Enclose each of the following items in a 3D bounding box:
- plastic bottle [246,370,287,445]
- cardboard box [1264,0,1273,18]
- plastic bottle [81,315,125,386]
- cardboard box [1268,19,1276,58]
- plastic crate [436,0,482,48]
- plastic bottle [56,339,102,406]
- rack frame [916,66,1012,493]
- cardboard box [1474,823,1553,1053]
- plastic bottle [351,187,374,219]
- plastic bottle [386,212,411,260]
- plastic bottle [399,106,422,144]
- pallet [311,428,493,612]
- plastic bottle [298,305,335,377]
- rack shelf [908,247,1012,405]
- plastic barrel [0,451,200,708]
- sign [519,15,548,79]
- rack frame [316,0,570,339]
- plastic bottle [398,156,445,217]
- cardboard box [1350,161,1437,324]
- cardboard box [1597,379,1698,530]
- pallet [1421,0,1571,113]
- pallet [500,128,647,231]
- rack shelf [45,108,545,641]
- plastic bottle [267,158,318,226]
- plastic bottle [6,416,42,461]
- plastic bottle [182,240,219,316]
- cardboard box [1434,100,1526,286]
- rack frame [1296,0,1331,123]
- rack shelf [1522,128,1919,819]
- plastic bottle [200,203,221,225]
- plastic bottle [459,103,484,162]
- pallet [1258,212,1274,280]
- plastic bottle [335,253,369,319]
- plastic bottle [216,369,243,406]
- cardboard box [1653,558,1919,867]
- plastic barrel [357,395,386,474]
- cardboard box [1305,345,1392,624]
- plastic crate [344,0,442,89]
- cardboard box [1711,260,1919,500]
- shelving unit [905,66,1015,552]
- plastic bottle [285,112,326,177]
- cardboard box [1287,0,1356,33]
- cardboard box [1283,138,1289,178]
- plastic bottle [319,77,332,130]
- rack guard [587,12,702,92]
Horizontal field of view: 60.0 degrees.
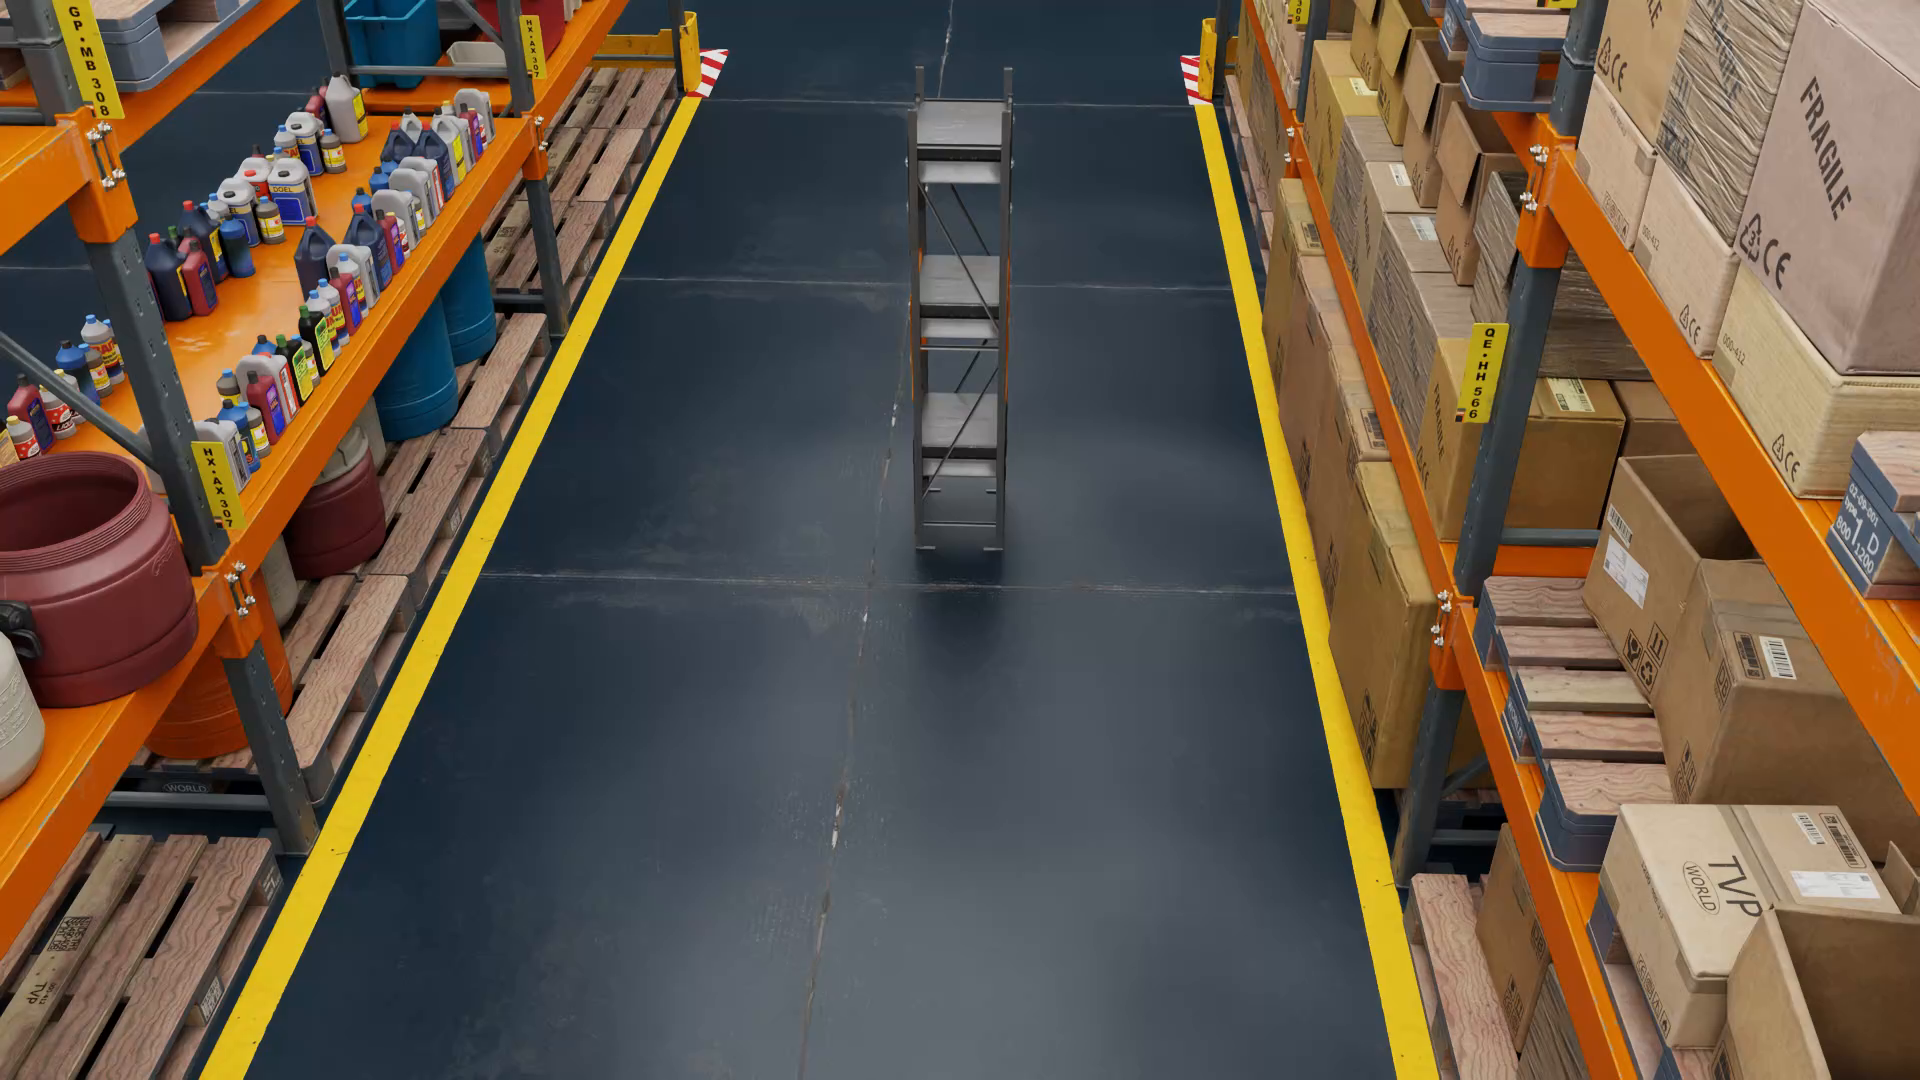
[{"bbox_3d":[-2.484,-0.492,5.943,0.061,0.283,0.133,1,35,2],"label":"plastic bottle"},{"bbox_3d":[2.021,-3.205,9.574,0.500,0.250,0.500,2,35,3],"label":"cardboard box"},{"bbox_3d":[-3.245,-0.723,6.281,0.097,0.271,0.097,0,35,0],"label":"plastic bottle"},{"bbox_3d":[1.942,-2.818,9.369,0.380,0.149,0.250,2,35,3],"label":"cardboard box"},{"bbox_3d":[-2.946,-2.970,9.555,0.437,0.125,0.590,1,35,2],"label":"plastic crate"},{"bbox_3d":[-3.253,-0.611,6.122,0.097,0.271,0.097,0,35,0],"label":"plastic bottle"},{"bbox_3d":[0.016,-1.094,7.481,0.400,2.100,0.015,1,35,2],"label":"rack frame"},{"bbox_3d":[2.059,1.232,5.180,0.700,0.500,0.500,0,35,-1],"label":"cardboard box"},{"bbox_3d":[-2.590,-1.404,7.252,0.097,0.271,0.097,0,35,0],"label":"plastic bottle"},{"bbox_3d":[-2.442,-1.316,7.187,0.097,0.201,0.097,0,35,0],"label":"plastic bottle"},{"bbox_3d":[-2.576,-1.856,7.826,0.144,0.351,0.185,1,35,2],"label":"plastic bottle"},{"bbox_3d":[-2.841,-0.123,7.741,1.003,0.211,1.213,1,35,2],"label":"pallet"},{"bbox_3d":[-2.464,-0.779,6.351,0.061,0.283,0.133,1,35,2],"label":"plastic bottle"},{"bbox_3d":[0.007,-0.943,7.289,0.431,0.518,0.480,1,35,2],"label":"rack shelf"},{"bbox_3d":[-2.599,0.107,4.871,0.600,0.536,0.708,1,35,2],"label":"plastic barrel"},{"bbox_3d":[-2.173,-2.508,8.470,0.100,0.325,0.005,1,35,2],"label":"sign"},{"bbox_3d":[-2.722,-2.409,8.569,1.000,3.000,0.127,1,35,2],"label":"rack frame"},{"bbox_3d":[-2.450,-1.625,7.561,0.152,0.276,0.135,1,35,2],"label":"plastic bottle"},{"bbox_3d":[1.903,-1.204,6.767,0.500,0.500,0.500,2,35,3],"label":"cardboard box"},{"bbox_3d":[2.357,-0.310,5.496,0.500,0.500,0.500,2,35,3],"label":"cardboard box"},{"bbox_3d":[2.039,-1.518,4.856,1.213,0.211,1.003,3,35,4],"label":"pallet"},{"bbox_3d":[-2.685,-2.394,10.973,1.003,0.211,1.213,1,35,2],"label":"pallet"},{"bbox_3d":[-2.803,-0.966,7.141,1.077,0.370,4.000,1,35,2],"label":"rack shelf"},{"bbox_3d":[-3.007,-1.566,7.477,0.152,0.276,0.135,1,35,2],"label":"plastic bottle"},{"bbox_3d":[-3.270,-0.338,5.795,0.097,0.201,0.097,0,35,0],"label":"plastic bottle"},{"bbox_3d":[-3.096,-1.065,6.758,0.061,0.283,0.133,1,35,2],"label":"plastic bottle"},{"bbox_3d":[2.140,-1.242,5.949,0.797,0.503,0.637,2,35,3],"label":"cardboard box"},{"bbox_3d":[2.227,-2.295,8.406,1.000,3.000,0.127,1,35,2],"label":"rack frame"},{"bbox_3d":[1.986,0.220,2.846,1.077,0.370,4.000,1,35,2],"label":"rack shelf"},{"bbox_3d":[-3.204,-1.312,7.120,0.097,0.271,0.097,0,35,0],"label":"plastic bottle"},{"bbox_3d":[-2.379,-1.993,8.079,0.061,0.283,0.133,1,35,2],"label":"plastic bottle"},{"bbox_3d":[2.335,-1.589,9.827,1.003,0.211,1.213,1,35,2],"label":"pallet"},{"bbox_3d":[-2.464,-1.029,6.717,0.097,0.271,0.097,0,35,0],"label":"plastic bottle"},{"bbox_3d":[-2.649,-0.529,6.066,0.097,0.201,0.097,0,35,0],"label":"plastic bottle"},{"bbox_3d":[2.162,0.425,4.084,0.700,0.500,0.500,6,36,9],"label":"cardboard box"},{"bbox_3d":[-2.902,-0.522,7.682,0.421,0.512,0.421,0,35,0],"label":"plastic barrel"},{"bbox_3d":[2.158,-0.207,6.918,1.225,0.875,0.875,1,35,2],"label":"cardboard box"},{"bbox_3d":[-3.044,-2.703,8.949,0.392,0.384,0.575,1,35,2],"label":"plastic crate"},{"bbox_3d":[1.761,-0.308,3.101,0.500,0.250,0.500,2,35,3],"label":"cardboard box"},{"bbox_3d":[0.007,-0.954,7.282,0.431,2.100,0.503,1,35,2],"label":"shelving unit"},{"bbox_3d":[-3.136,-1.891,7.940,0.152,0.276,0.135,1,35,2],"label":"plastic bottle"},{"bbox_3d":[1.978,-2.932,8.533,0.500,0.500,0.500,2,35,3],"label":"cardboard box"},{"bbox_3d":[2.333,-1.974,9.433,0.875,0.875,0.875,1,35,2],"label":"cardboard box"},{"bbox_3d":[-3.163,-2.160,8.317,0.061,0.283,0.133,1,35,2],"label":"plastic bottle"},{"bbox_3d":[-2.574,-3.699,12.578,1.175,0.500,0.348,1,35,2],"label":"rack guard"}]
